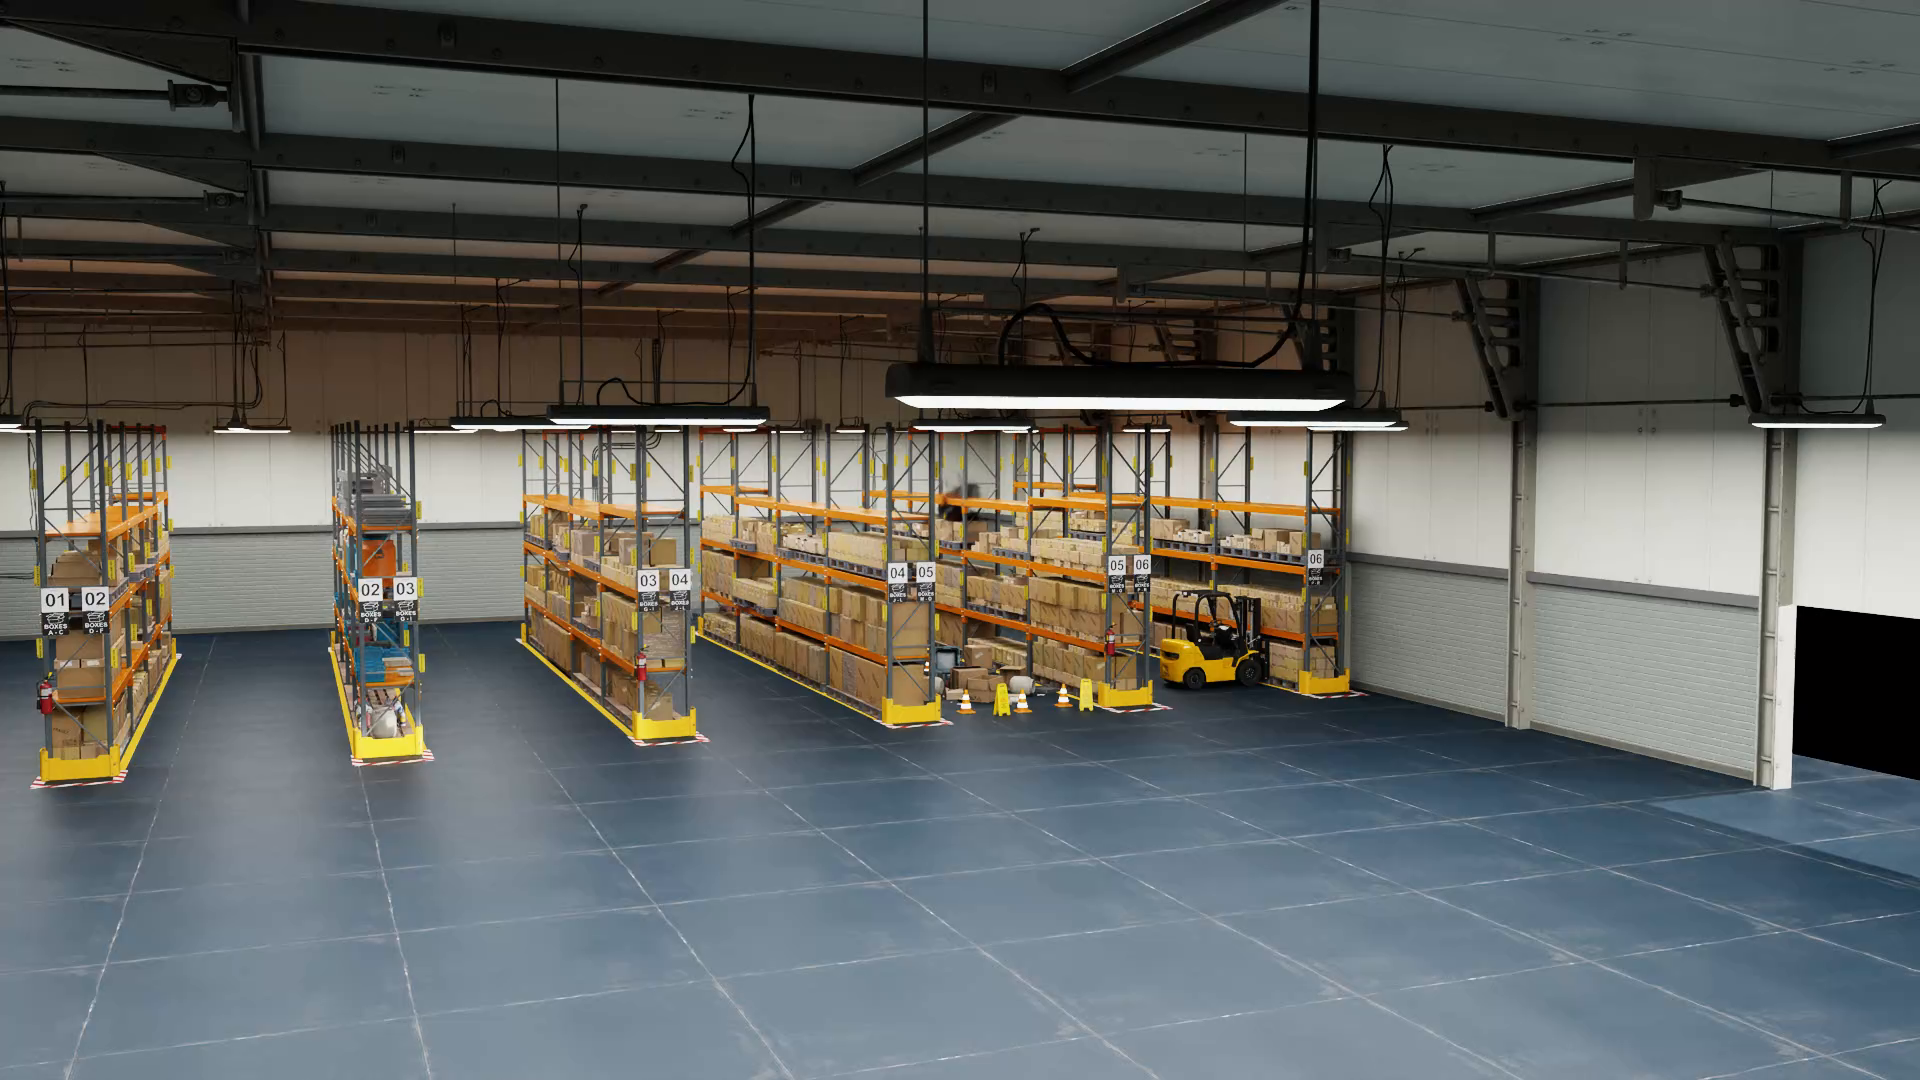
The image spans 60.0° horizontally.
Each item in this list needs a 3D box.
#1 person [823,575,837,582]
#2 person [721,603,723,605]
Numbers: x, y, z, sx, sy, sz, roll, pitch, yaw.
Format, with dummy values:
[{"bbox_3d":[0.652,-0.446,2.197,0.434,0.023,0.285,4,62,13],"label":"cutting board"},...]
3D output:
[{"bbox_3d":[-4.034,1.654,50.883,0.971,1.797,0.626,-2,4,-23],"label":"person"},{"bbox_3d":[-6.976,1.515,49.624,0.503,0.817,0.590,1,4,16],"label":"person"}]
